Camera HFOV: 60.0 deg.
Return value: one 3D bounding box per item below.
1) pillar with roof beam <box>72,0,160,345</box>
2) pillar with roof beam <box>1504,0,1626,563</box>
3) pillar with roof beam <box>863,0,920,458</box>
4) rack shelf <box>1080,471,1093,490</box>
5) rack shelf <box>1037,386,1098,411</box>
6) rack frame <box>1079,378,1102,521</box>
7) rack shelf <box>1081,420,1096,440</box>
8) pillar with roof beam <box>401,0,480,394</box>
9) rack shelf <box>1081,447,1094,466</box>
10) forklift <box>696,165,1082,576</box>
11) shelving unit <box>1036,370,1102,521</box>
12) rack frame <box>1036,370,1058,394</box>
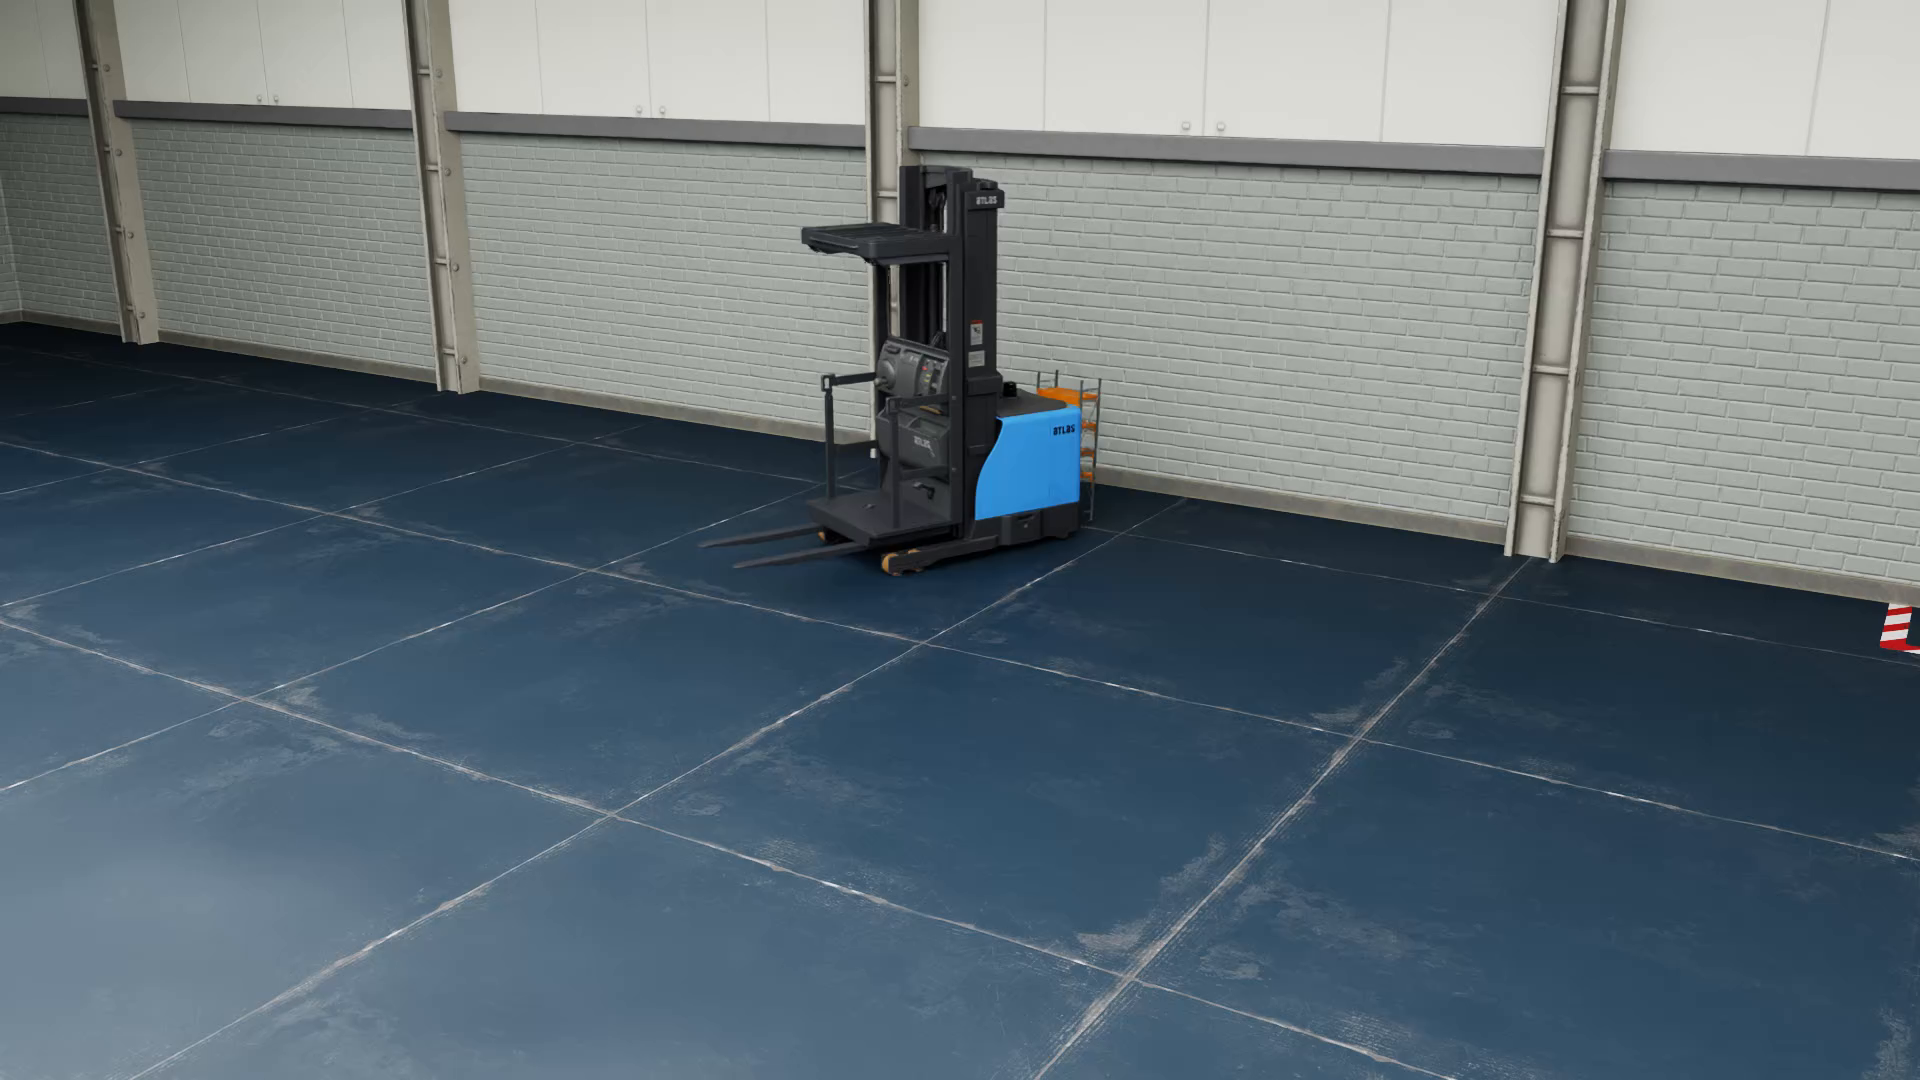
[{"bbox_3d":[-13.093,-5.868,17.216,0.400,9.000,9.100,10,20,30],"label":"pillar with roof beam"},{"bbox_3d":[2.245,-3.130,8.203,0.400,9.000,9.100,10,20,30],"label":"pillar with roof beam"},{"bbox_3d":[-2.868,-4.043,11.207,0.400,9.000,9.100,10,20,30],"label":"pillar with roof beam"},{"bbox_3d":[0.864,-0.522,13.925,0.258,0.148,0.480,-11,20,-42],"label":"rack shelf"},{"bbox_3d":[0.892,-1.159,13.758,0.258,0.148,0.480,-11,20,-42],"label":"rack shelf"},{"bbox_3d":[1.041,-0.727,13.687,0.240,1.200,0.015,-11,20,-42],"label":"rack frame"},{"bbox_3d":[0.882,-0.930,13.818,0.258,0.148,0.480,-11,20,-42],"label":"rack shelf"},{"bbox_3d":[-7.980,-4.955,14.212,0.400,9.000,9.100,10,20,30],"label":"pillar with roof beam"},{"bbox_3d":[0.872,-0.714,13.875,0.258,0.148,0.480,-11,20,-42],"label":"rack shelf"},{"bbox_3d":[-0.534,-1.309,12.648,3.031,2.935,1.130,-11,20,-32],"label":"forklift"},{"bbox_3d":[0.875,-0.779,13.858,0.258,1.200,0.503,-11,20,-42],"label":"shelving unit"},{"bbox_3d":[0.709,-0.831,14.028,0.240,1.200,0.015,-11,20,-42],"label":"rack frame"}]
